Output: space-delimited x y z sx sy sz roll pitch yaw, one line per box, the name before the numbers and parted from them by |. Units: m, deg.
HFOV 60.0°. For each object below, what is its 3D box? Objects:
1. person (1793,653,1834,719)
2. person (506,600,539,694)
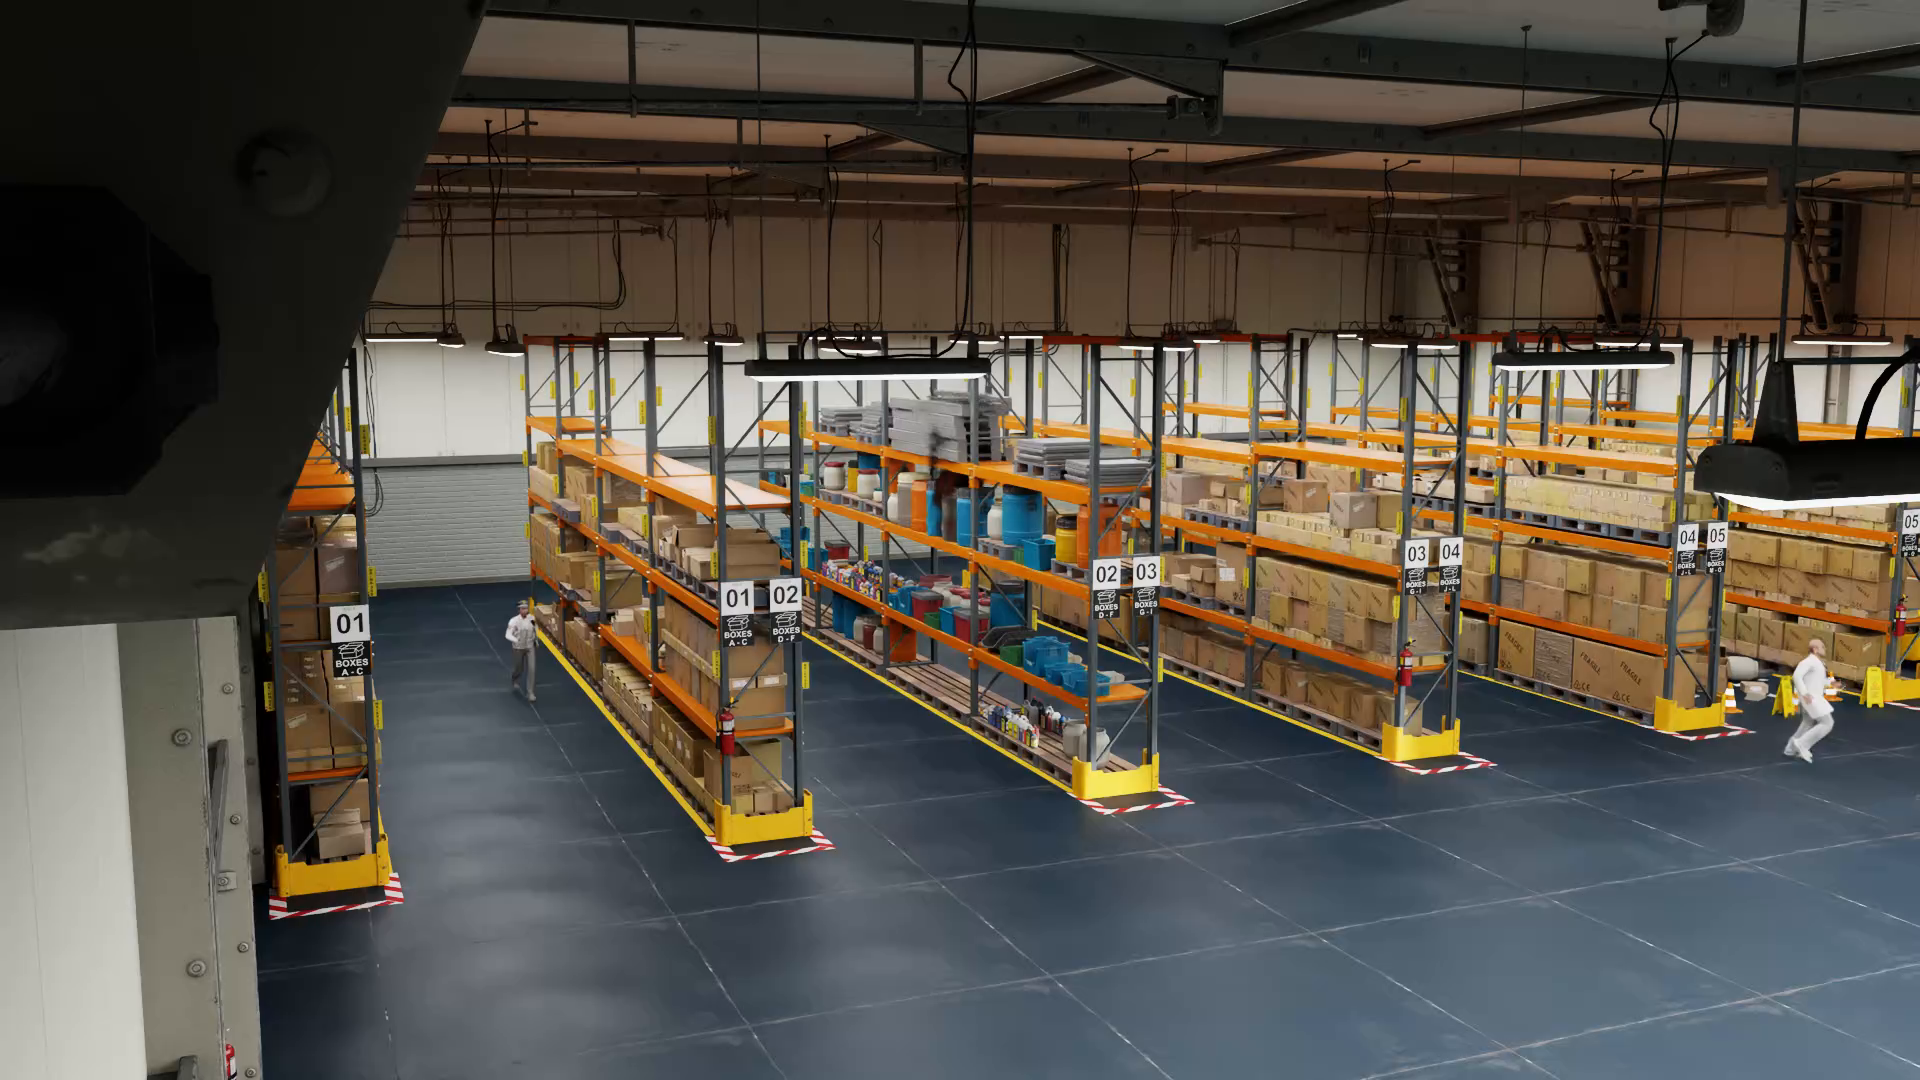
person | 12.248 2.088 23.853 0.559 0.943 0.709 4 8 26
person | -7.299 1.771 27.794 0.600 1.602 0.816 -5 9 -32
